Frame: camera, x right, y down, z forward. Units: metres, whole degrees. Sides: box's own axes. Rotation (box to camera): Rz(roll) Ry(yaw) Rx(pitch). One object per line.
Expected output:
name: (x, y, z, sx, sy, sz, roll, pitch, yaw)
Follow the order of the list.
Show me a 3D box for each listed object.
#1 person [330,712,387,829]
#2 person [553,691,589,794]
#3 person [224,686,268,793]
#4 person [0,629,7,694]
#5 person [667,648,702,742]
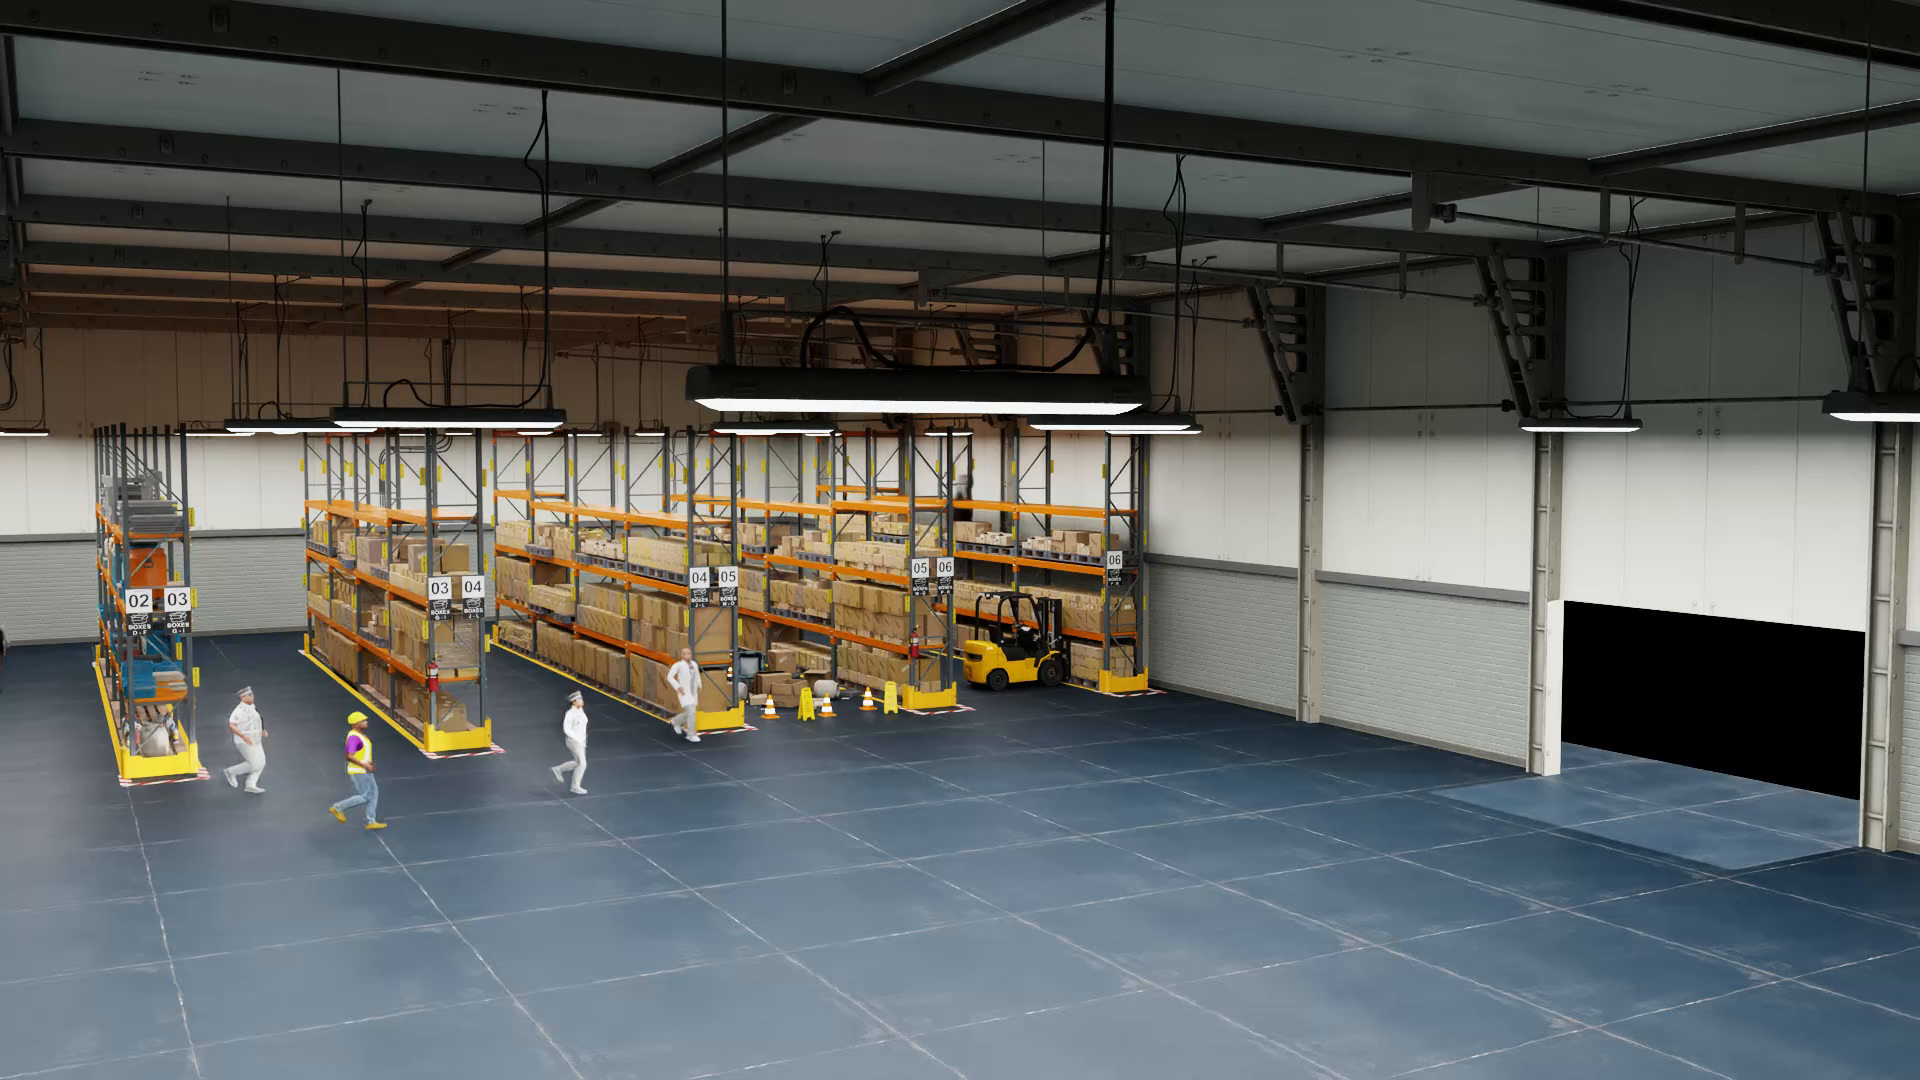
person: (-8.800, 3.378, 24.316, 0.782, 1.735, 0.718, -1, 4, -13)
person: (-6.320, 3.267, 26.967, 0.621, 1.681, 0.626, 0, 3, 7)
person: (-11.544, 3.231, 26.903, 0.579, 1.735, 0.659, 0, 3, 0)
person: (-21.845, 2.614, 37.549, 0.653, 1.705, 0.660, 3, 5, 45)
person: (-5.232, 2.930, 31.679, 0.861, 1.753, 0.729, 3, 4, 36)
